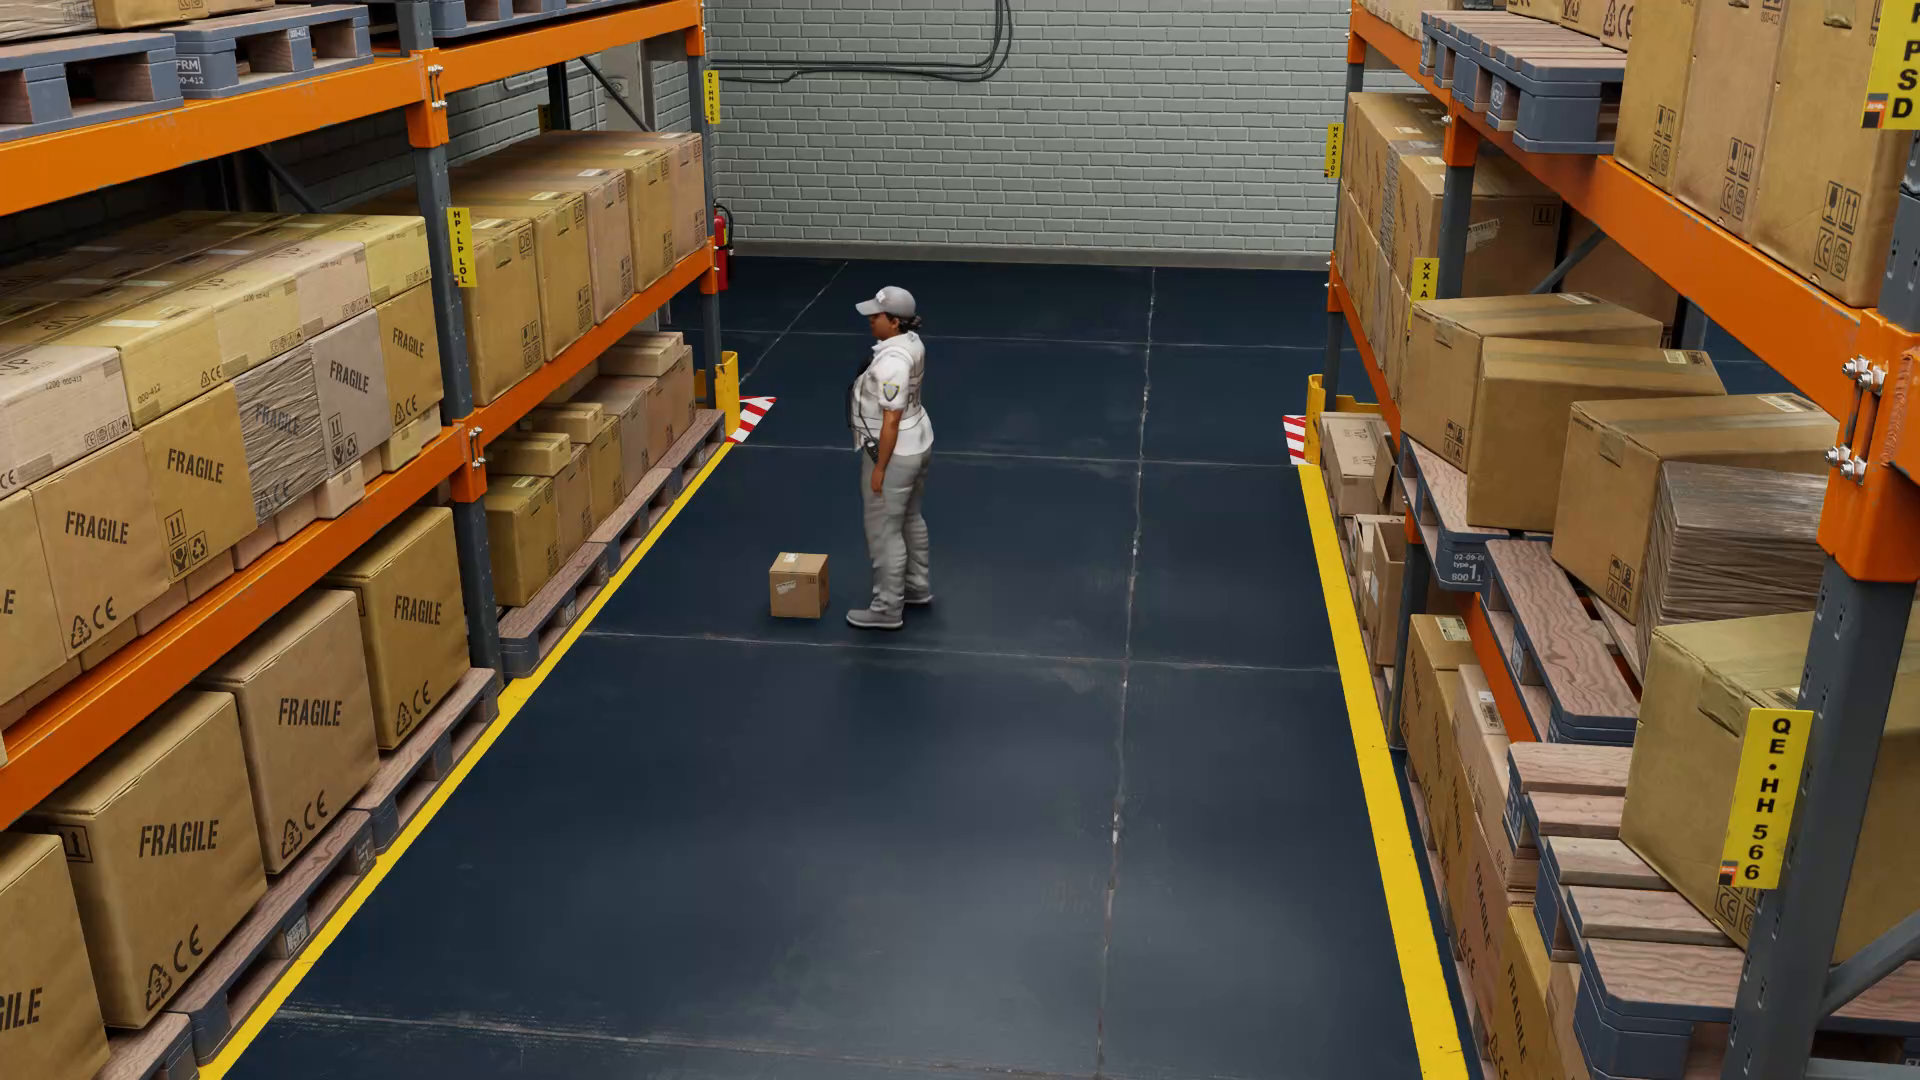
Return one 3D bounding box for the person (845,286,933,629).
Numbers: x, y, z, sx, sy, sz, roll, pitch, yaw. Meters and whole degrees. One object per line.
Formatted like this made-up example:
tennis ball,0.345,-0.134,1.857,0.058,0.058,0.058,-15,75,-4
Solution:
person,-0.341,-0.409,8.097,0.397,1.672,0.482,5,22,11
